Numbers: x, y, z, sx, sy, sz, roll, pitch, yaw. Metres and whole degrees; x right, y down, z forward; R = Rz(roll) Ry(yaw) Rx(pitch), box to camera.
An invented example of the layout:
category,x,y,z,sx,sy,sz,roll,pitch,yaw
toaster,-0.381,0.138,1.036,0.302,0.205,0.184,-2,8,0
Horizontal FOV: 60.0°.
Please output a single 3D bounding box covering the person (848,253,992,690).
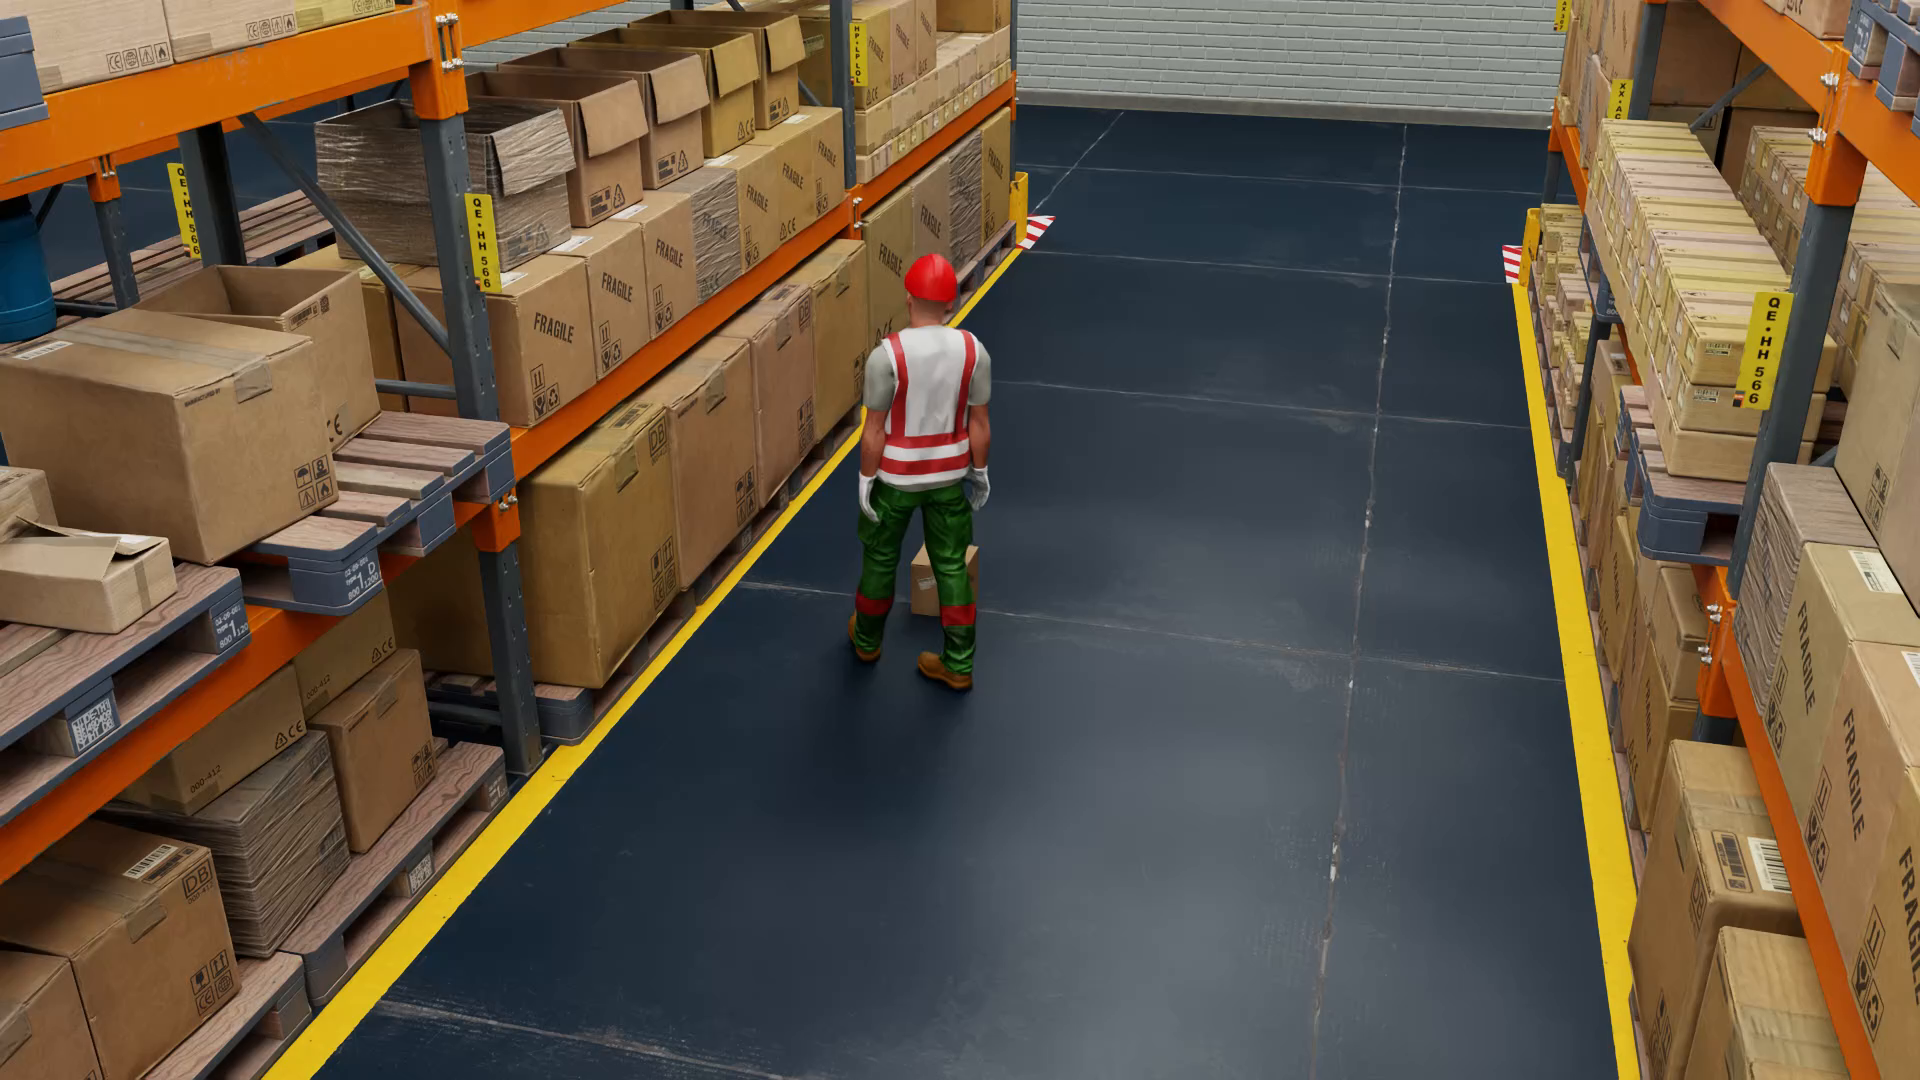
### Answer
category,x,y,z,sx,sy,sz,roll,pitch,yaw
person,-0.182,-0.302,6.708,0.542,1.778,0.654,-8,26,-17
